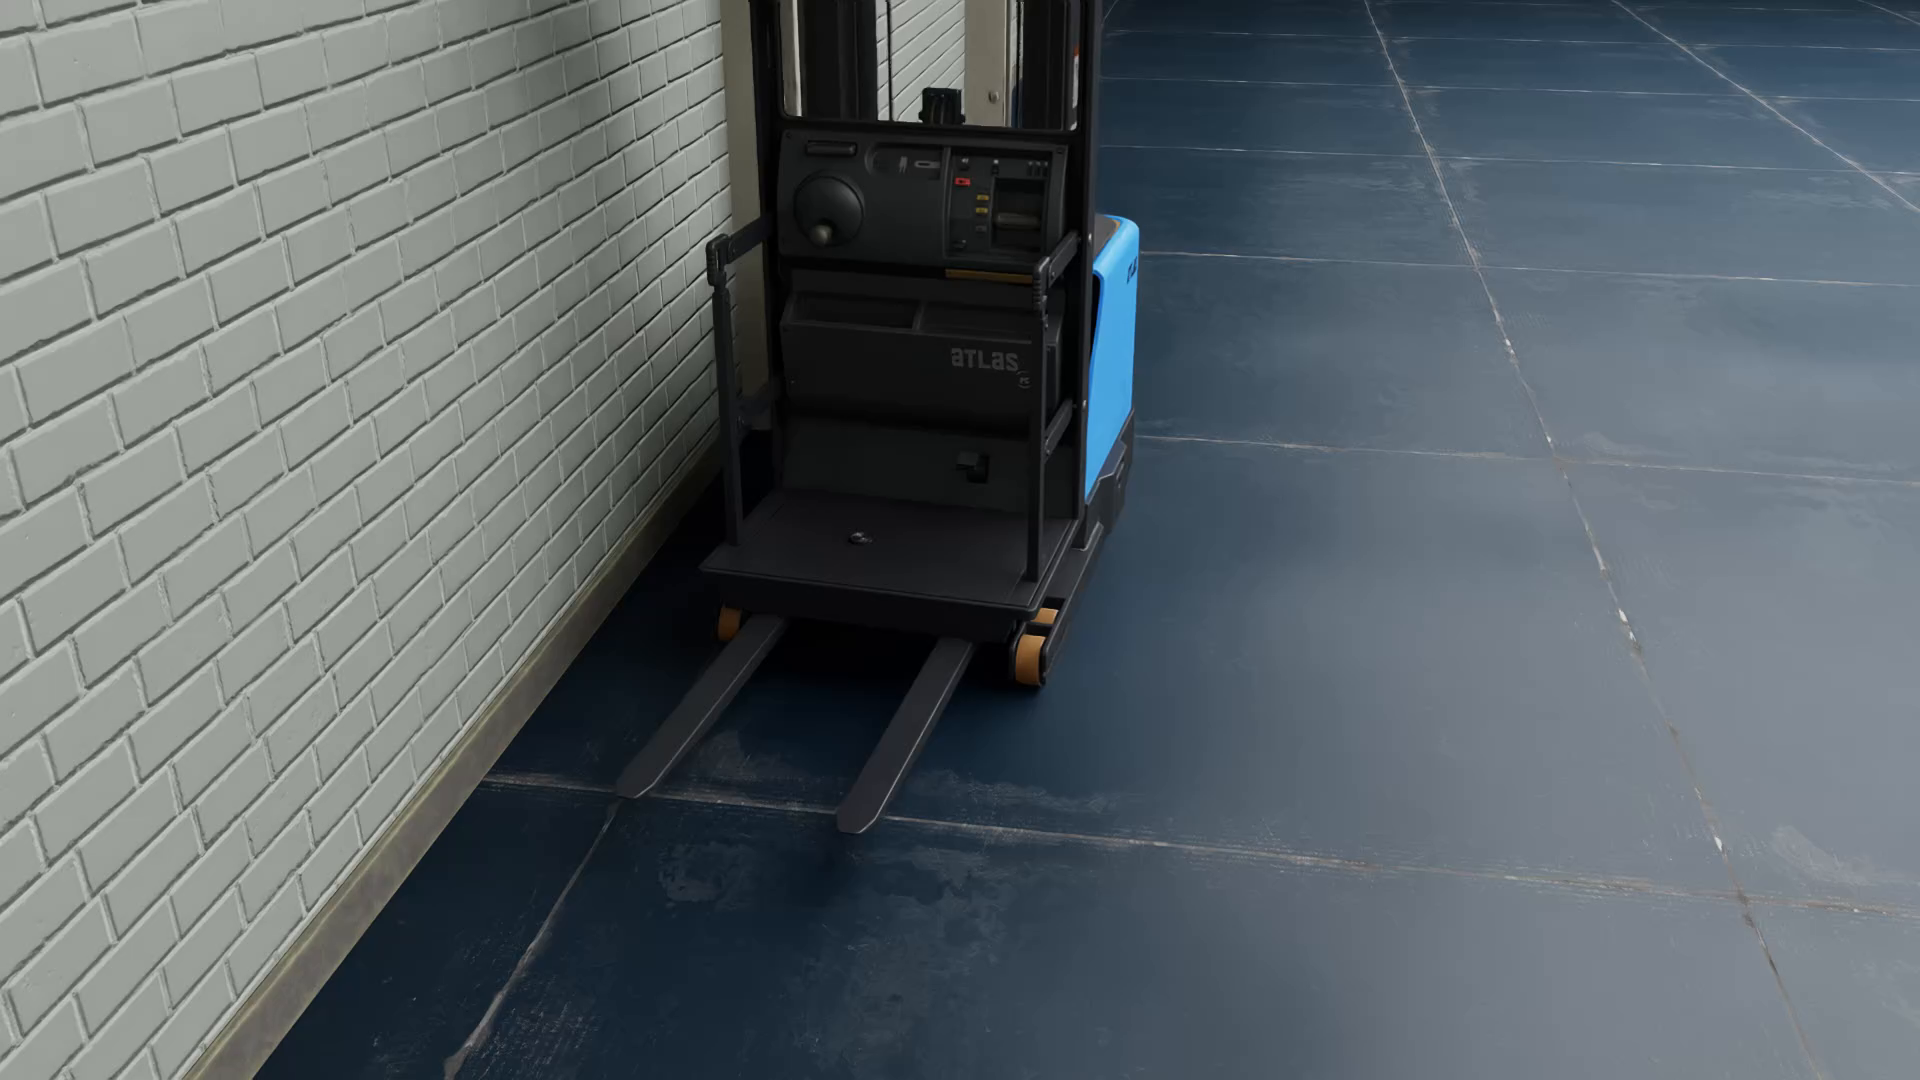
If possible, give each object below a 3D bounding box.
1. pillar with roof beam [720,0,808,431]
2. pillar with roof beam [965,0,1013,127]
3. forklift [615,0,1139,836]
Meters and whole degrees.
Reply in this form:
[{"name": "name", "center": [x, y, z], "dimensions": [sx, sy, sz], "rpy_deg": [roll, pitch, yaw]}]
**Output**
[{"name": "pillar with roof beam", "center": [3.480, -4.337, 4.900], "dimensions": [9.100, 9.000, 0.400], "rpy_deg": [4, 25, 9]}, {"name": "pillar with roof beam", "center": [4.460, -6.846, 10.261], "dimensions": [9.100, 9.000, 0.400], "rpy_deg": [4, 25, 9]}, {"name": "forklift", "center": [-0.179, -1.046, 5.028], "dimensions": [1.130, 2.935, 3.031], "rpy_deg": [7, 26, 14]}]
